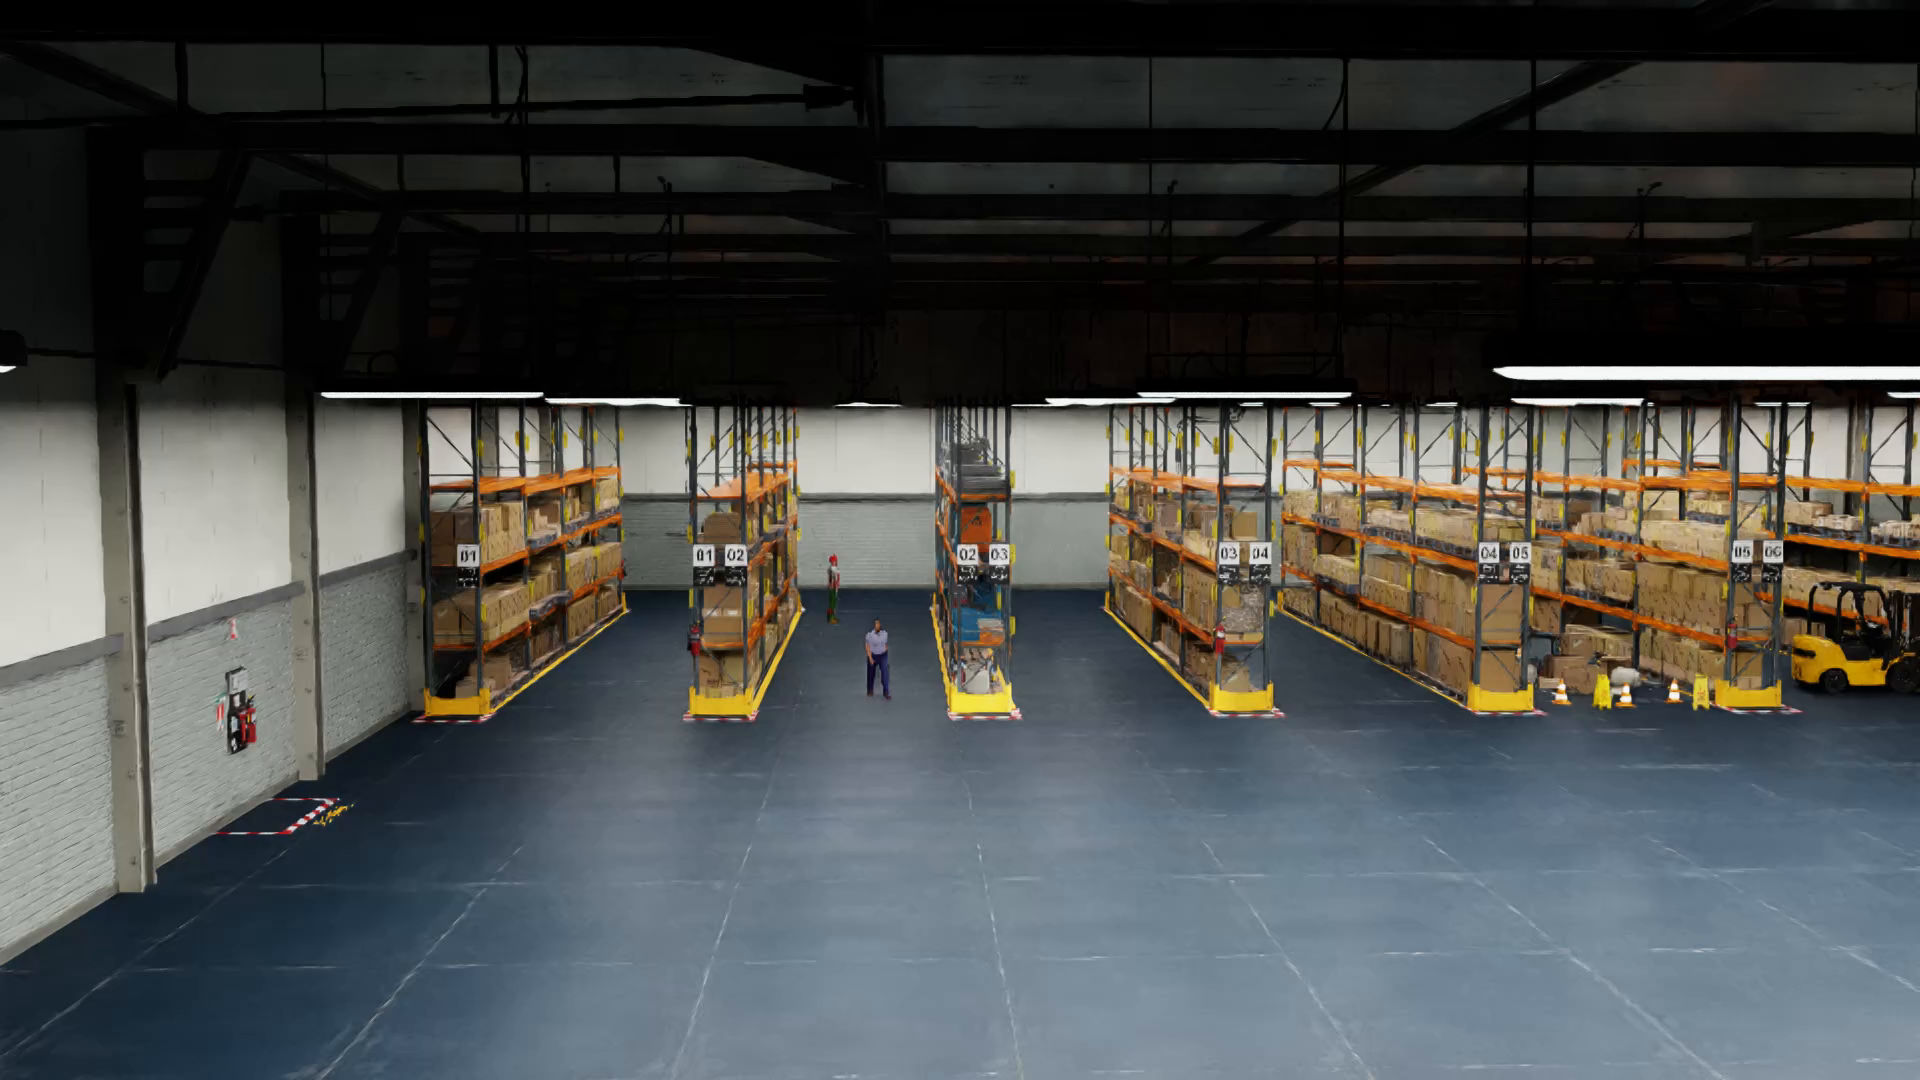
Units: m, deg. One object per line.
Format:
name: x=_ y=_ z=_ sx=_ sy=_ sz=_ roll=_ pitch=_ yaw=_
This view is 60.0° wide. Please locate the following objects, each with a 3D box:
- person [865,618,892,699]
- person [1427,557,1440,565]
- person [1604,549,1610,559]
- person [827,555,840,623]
person: x=-1.641 y=2.330 z=32.924 sx=0.478 sy=1.580 sz=0.999 roll=-1 pitch=5 yaw=-10
person: x=14.974 y=0.769 z=52.511 sx=0.491 sy=1.661 sz=0.591 roll=4 pitch=6 yaw=44
person: x=19.130 y=1.038 z=49.320 sx=0.355 sy=1.592 sz=0.517 roll=-3 pitch=5 yaw=-31
person: x=-3.383 y=1.289 z=44.590 sx=0.390 sy=1.780 sz=0.671 roll=-1 pitch=5 yaw=-13
